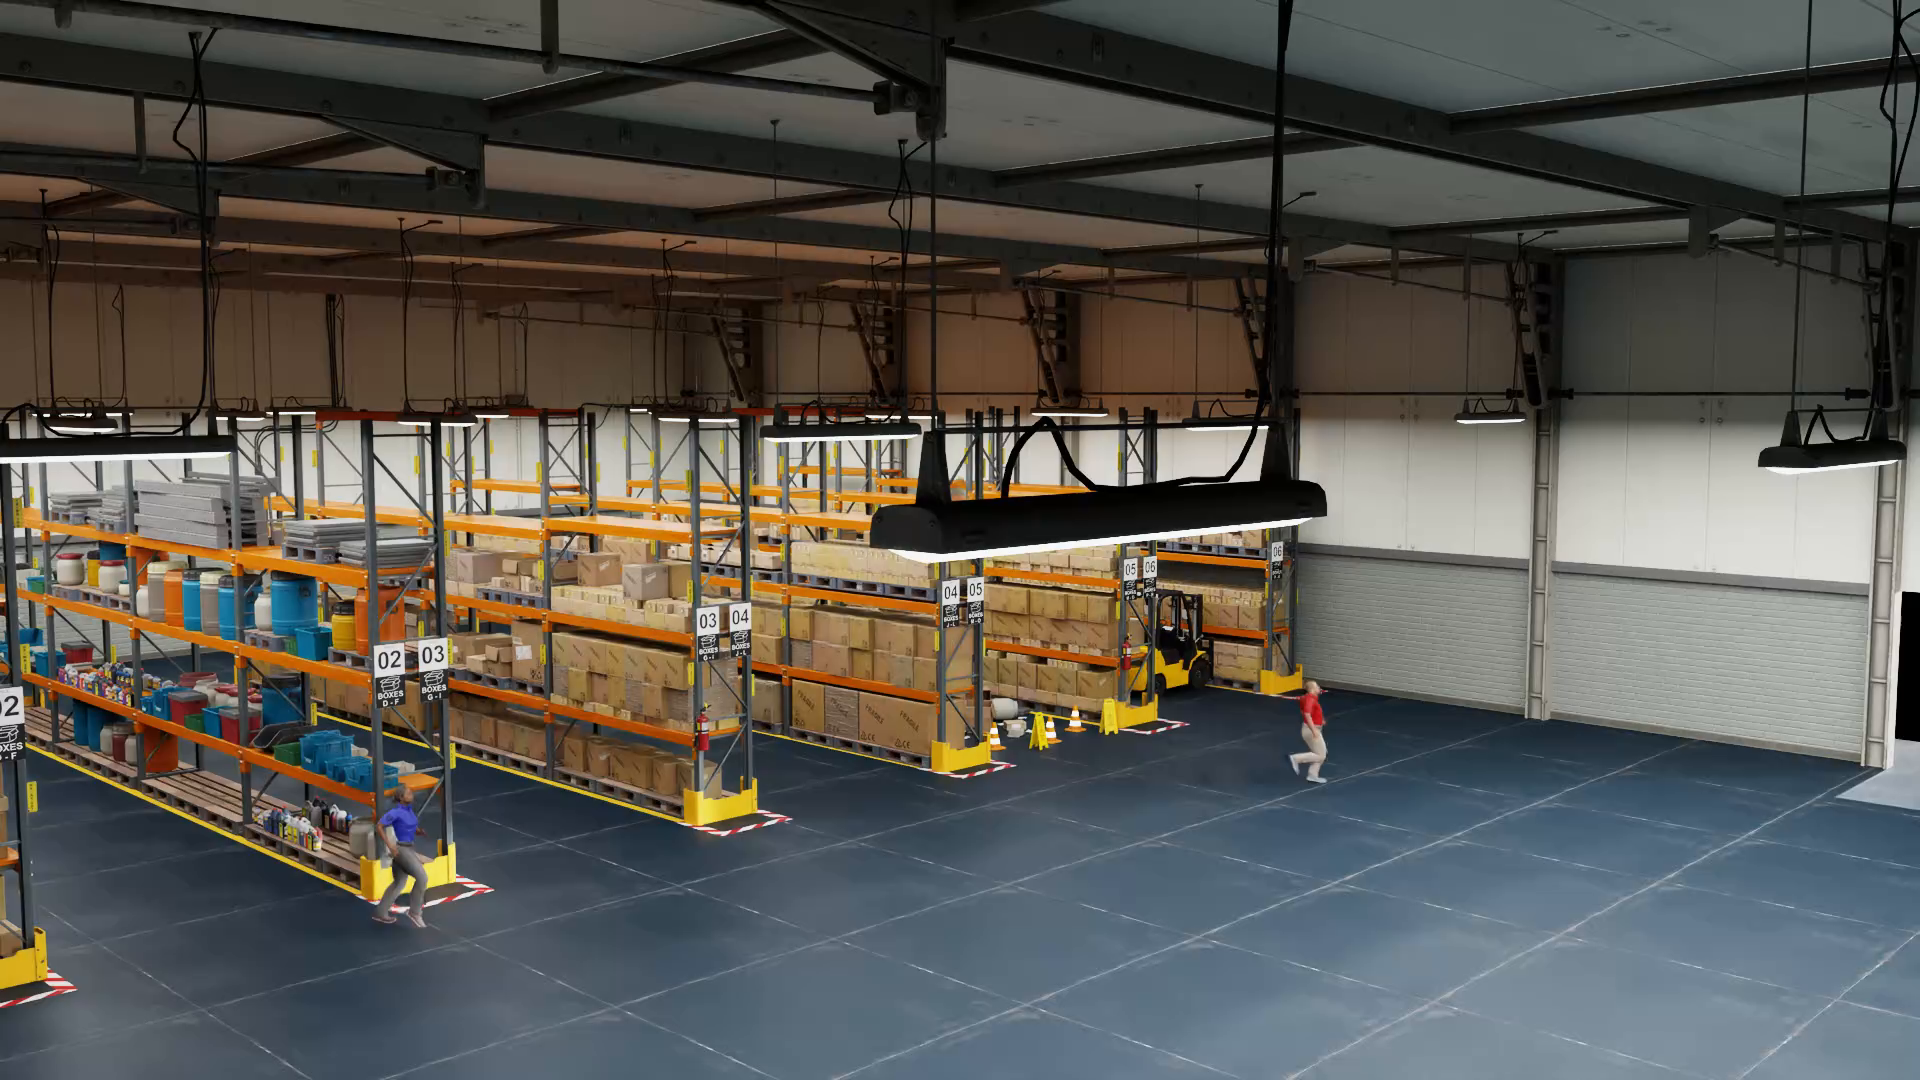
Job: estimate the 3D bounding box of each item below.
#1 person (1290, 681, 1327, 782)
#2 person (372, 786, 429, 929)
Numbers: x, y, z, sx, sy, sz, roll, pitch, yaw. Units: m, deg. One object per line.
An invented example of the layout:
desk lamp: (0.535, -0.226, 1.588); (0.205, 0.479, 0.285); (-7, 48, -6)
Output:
person: (5.664, 3.140, 27.004); (0.633, 1.612, 0.667); (0, 5, 3)
person: (-6.666, 3.785, 19.811); (0.664, 1.680, 0.610); (-1, 5, -12)
